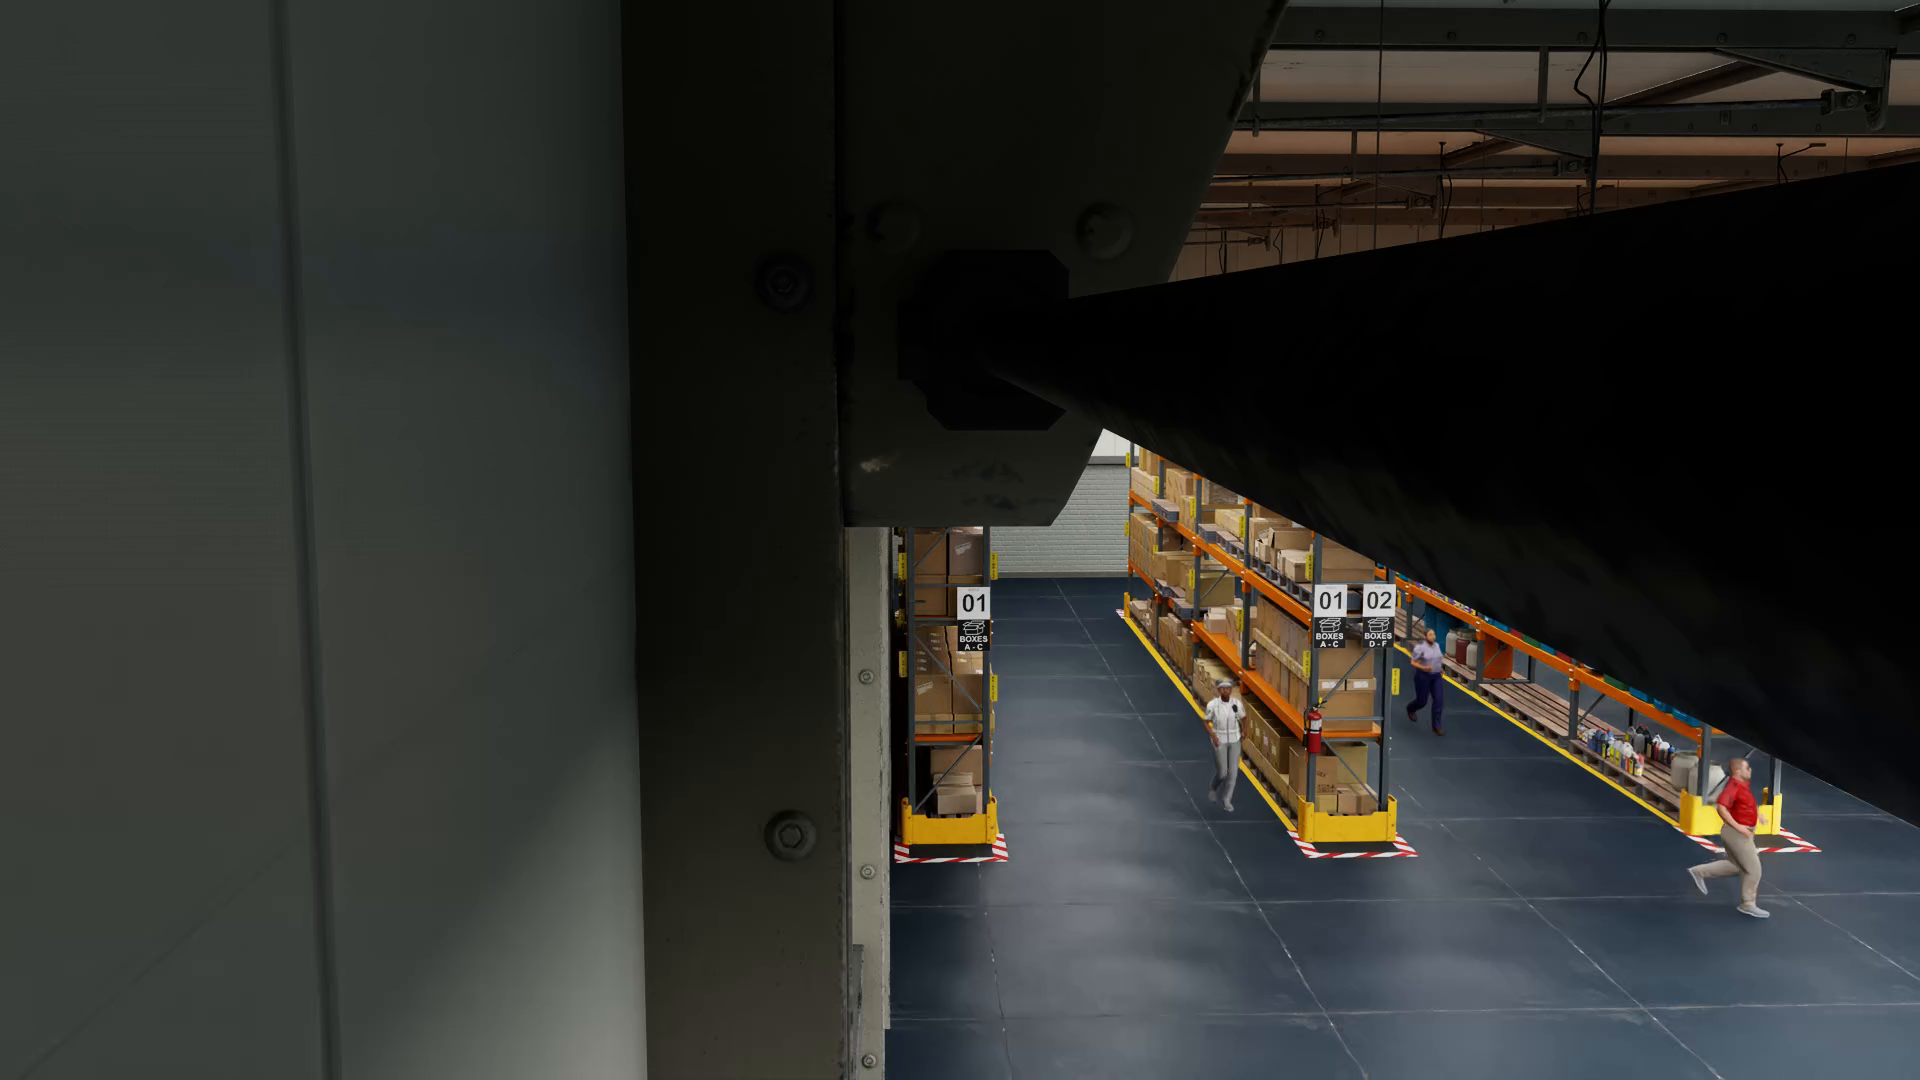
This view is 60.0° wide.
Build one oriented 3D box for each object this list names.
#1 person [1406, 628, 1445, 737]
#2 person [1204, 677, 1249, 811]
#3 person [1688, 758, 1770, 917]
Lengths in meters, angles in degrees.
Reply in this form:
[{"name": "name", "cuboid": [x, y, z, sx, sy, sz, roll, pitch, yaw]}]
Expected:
[{"name": "person", "cuboid": [7.329, 2.187, 26.040, 0.608, 1.643, 0.903, -2, 8, -15]}, {"name": "person", "cuboid": [3.381, 2.554, 20.940, 0.576, 1.646, 0.557, 0, 7, -2]}, {"name": "person", "cuboid": [8.391, 3.207, 18.008, 0.784, 1.718, 0.663, 3, 8, 23]}]
